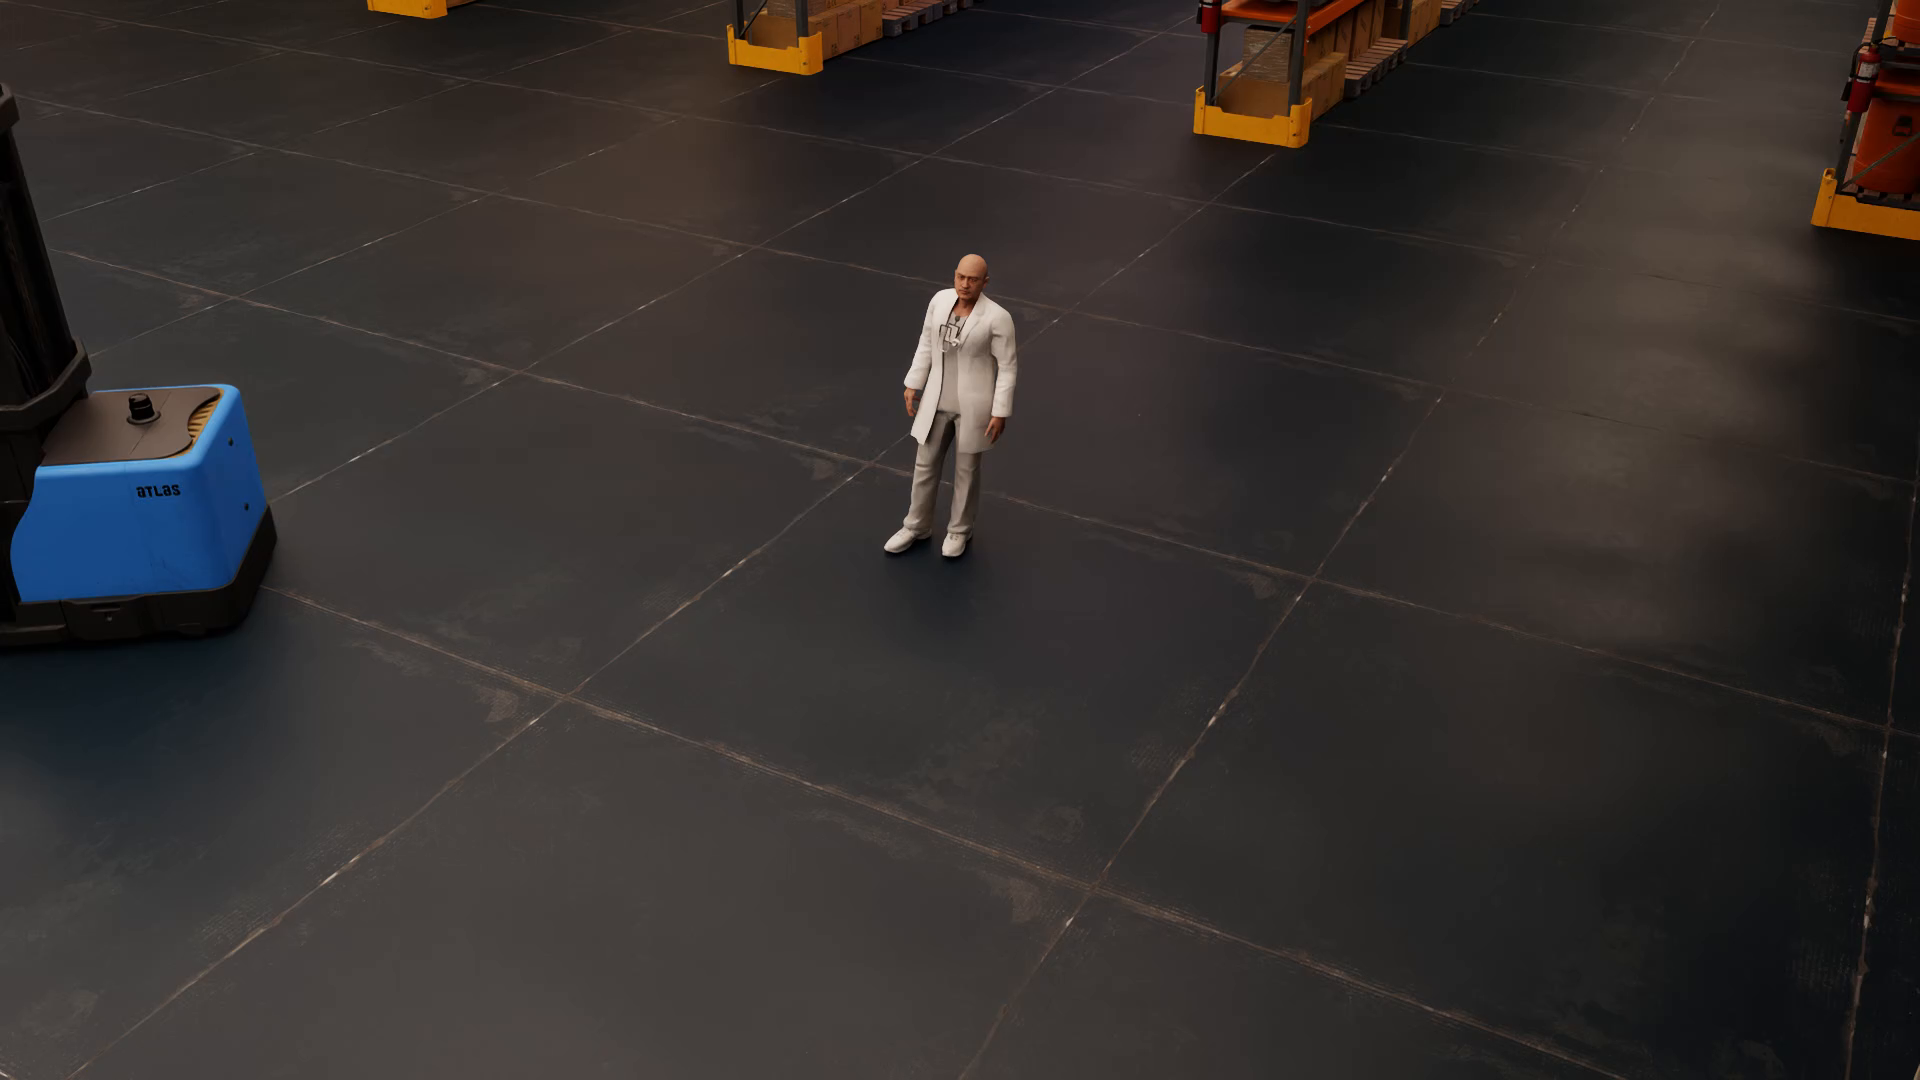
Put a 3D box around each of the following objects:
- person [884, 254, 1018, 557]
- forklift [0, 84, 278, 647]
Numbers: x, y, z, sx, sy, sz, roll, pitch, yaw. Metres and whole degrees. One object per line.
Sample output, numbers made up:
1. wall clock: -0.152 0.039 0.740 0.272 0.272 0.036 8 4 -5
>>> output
1. person: -0.048 -0.738 9.489 0.696 1.775 0.581 15 33 25
2. forklift: -5.488 -0.892 8.616 3.031 2.935 1.130 -4 30 -7
